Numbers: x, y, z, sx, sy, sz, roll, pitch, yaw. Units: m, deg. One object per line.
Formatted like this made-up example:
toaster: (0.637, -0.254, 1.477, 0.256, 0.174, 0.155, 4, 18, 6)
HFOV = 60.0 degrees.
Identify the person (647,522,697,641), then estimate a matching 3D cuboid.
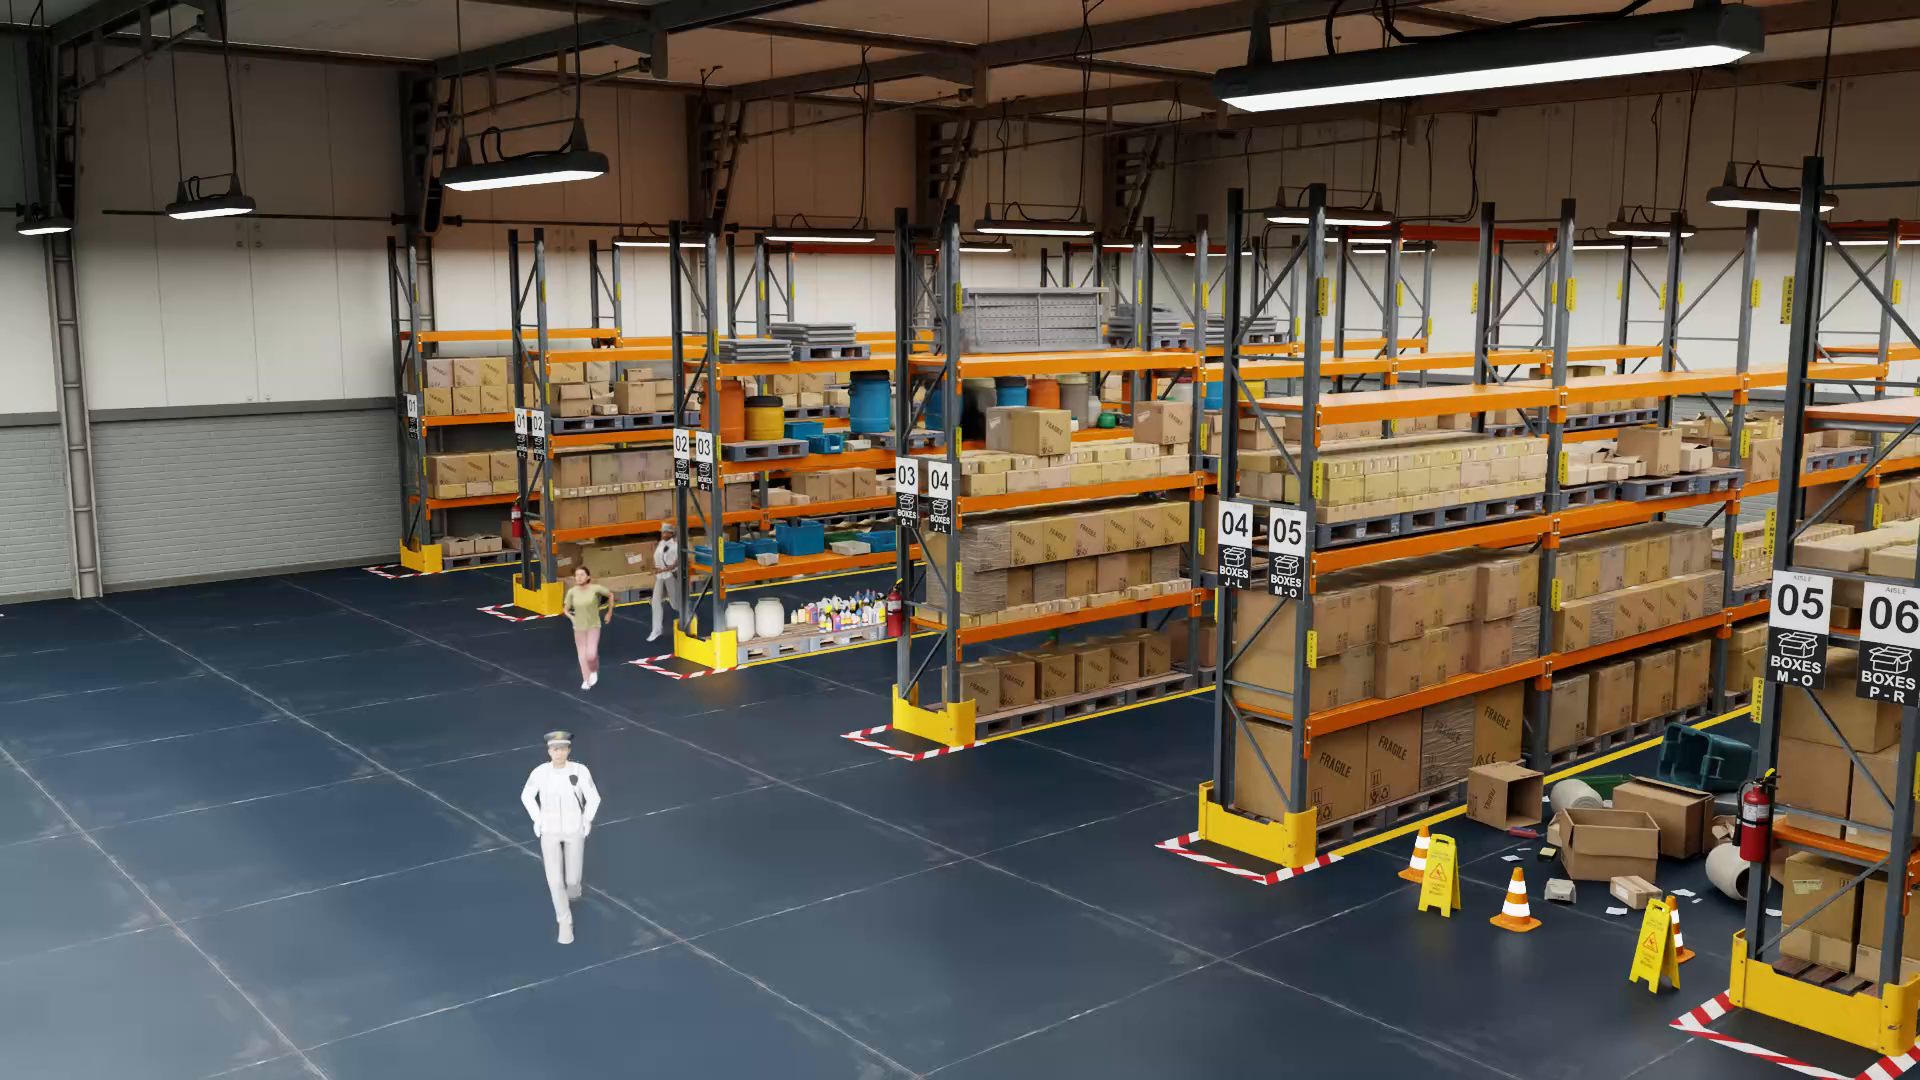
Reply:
person: (-4.264, 0.583, 24.399, 0.585, 1.721, 0.845, 7, 11, 38)

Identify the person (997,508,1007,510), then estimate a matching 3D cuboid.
person: (0.569, -0.266, 27.967, 0.944, 1.798, 0.700, -9, 12, -44)

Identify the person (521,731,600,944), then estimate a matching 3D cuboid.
person: (-3.196, 2.326, 13.344, 0.618, 1.677, 0.686, -2, 9, -11)

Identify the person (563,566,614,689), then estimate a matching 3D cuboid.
person: (-4.720, 1.127, 21.098, 0.600, 1.623, 0.718, 0, 9, 1)

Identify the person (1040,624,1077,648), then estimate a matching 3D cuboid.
person: (1.335, 0.569, 22.459, 0.674, 1.772, 0.657, -6, 11, -34)
